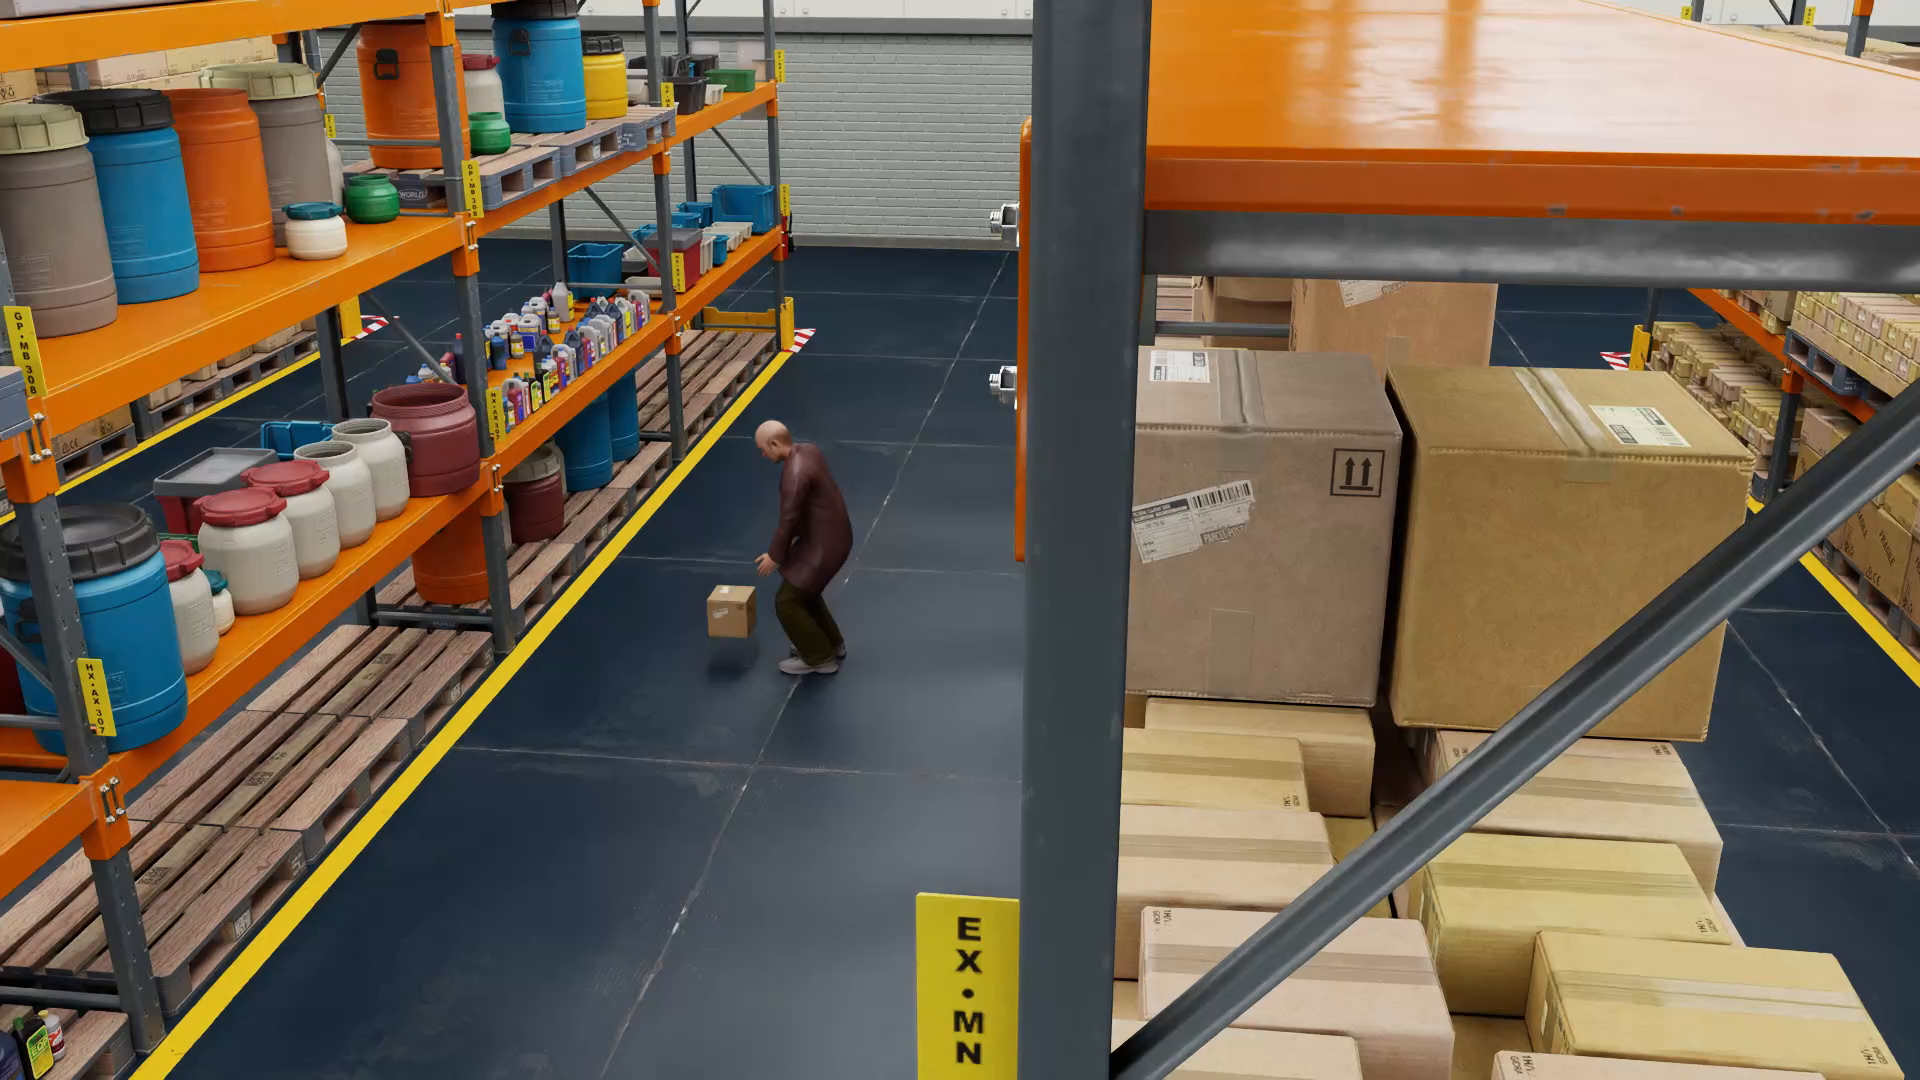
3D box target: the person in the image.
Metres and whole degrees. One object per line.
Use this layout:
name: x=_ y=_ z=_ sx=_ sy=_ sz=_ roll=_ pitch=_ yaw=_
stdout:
person: x=-0.950 y=0.040 z=10.242 sx=0.564 sy=1.612 sz=0.620 roll=3 pitch=21 yaw=7
